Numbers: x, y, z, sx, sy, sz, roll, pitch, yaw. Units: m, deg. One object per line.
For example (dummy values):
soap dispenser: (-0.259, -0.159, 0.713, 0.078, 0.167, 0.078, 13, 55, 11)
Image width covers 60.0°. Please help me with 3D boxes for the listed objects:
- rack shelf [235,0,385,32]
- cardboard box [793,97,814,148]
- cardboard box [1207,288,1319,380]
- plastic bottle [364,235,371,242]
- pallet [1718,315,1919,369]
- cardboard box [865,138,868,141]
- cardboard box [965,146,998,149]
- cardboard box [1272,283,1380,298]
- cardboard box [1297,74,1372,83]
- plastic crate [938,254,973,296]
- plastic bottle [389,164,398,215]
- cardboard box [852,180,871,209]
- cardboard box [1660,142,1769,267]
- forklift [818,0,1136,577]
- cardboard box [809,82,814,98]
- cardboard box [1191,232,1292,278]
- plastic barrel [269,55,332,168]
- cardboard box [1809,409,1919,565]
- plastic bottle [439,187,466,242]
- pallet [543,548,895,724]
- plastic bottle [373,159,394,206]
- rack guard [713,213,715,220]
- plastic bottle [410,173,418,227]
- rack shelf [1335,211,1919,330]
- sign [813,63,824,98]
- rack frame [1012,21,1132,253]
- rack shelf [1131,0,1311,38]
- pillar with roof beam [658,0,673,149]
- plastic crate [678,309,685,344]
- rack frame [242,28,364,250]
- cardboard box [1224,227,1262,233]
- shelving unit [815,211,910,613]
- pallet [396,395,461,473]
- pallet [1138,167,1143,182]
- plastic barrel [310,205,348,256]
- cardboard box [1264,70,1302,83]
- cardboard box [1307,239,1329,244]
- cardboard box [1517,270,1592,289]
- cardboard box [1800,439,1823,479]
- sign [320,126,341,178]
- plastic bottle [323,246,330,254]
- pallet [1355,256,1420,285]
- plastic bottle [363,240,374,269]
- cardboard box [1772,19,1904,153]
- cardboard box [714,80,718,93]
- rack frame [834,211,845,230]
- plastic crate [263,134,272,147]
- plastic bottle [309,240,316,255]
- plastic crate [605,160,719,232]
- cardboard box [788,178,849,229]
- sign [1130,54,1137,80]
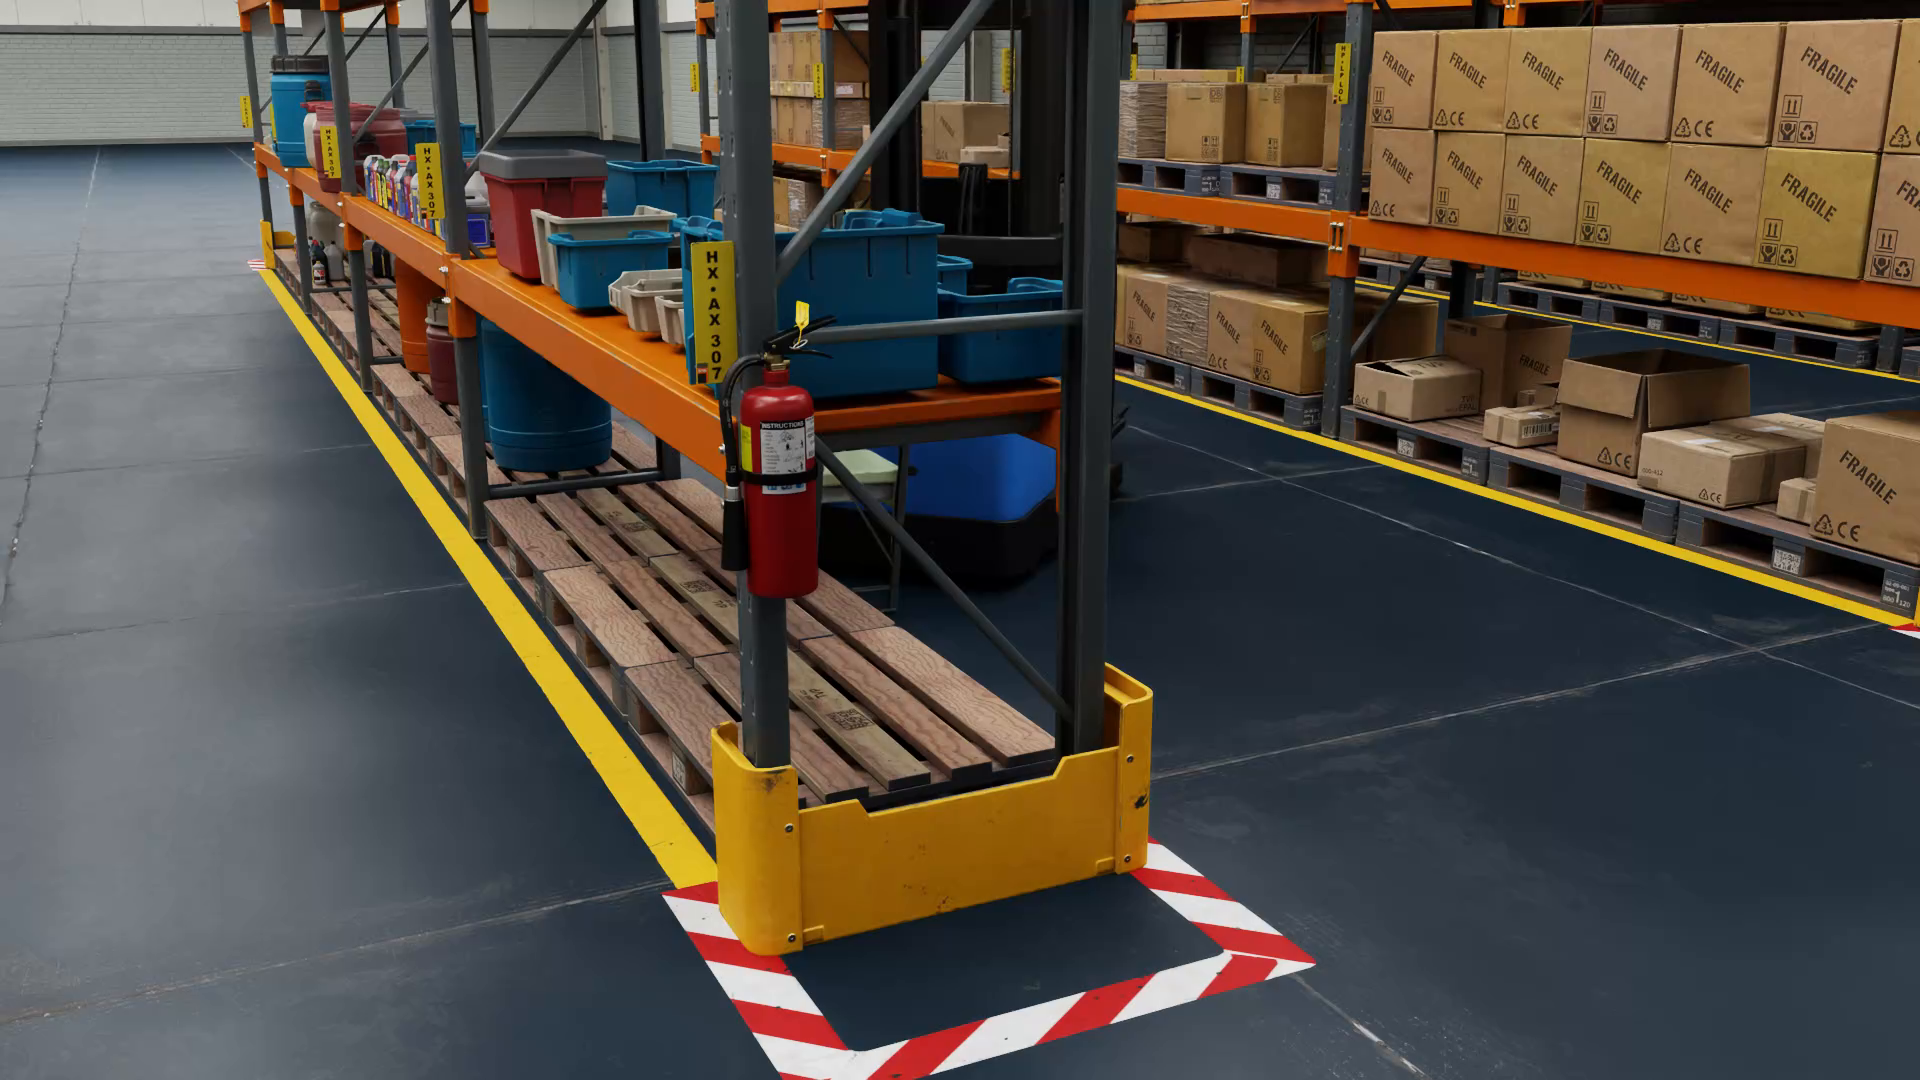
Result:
rack shelf: (-6.212, -5.084, 15.895, 1.077, 0.370, 4.000, -8, 18, -25)
cardboard box: (-1.319, -4.377, 17.384, 0.700, 0.500, 0.500, -8, 18, -25)
cardboard box: (1.940, -1.327, 10.673, 0.500, 0.500, 0.500, -8, 18, -25)
plastic bottle: (-5.899, -2.909, 16.575, 0.061, 0.283, 0.133, -8, 18, -25)
pallet: (6.669, -1.548, 12.761, 1.003, 0.211, 1.213, -8, 18, -25)
cardboard box: (-0.677, -3.725, 15.747, 0.380, 0.149, 0.250, -8, 18, -25)
cardboard box: (0.261, -3.287, 14.221, 0.380, 0.149, 0.250, -6, 17, -21)
cardboard box: (2.387, -1.396, 10.913, 0.500, 0.500, 0.500, -7, 18, -24)
cardboard box: (4.000, -4.679, 17.639, 0.700, 0.500, 0.500, -6, 17, -19)
plastic crate: (-0.180, -0.729, 5.049, 0.416, 0.233, 0.300, -8, 18, -25)
plastic bottle: (-3.219, -2.006, 9.514, 0.061, 0.283, 0.133, -8, 18, -25)
cardboard box: (-0.803, -3.483, 17.315, 0.500, 0.500, 0.500, -8, 18, -25)
cardboard box: (3.490, -1.493, 7.335, 0.500, 0.500, 0.500, -8, 18, -24)
forklift: (0.204, -1.618, 8.074, 1.130, 2.935, 3.031, 5, 17, 17)
cardboard box: (-1.300, -4.553, 16.820, 0.380, 0.149, 0.250, -8, 18, -26)
cardboard box: (1.972, -1.998, 11.651, 0.500, 0.250, 0.500, -8, 18, -26)
plastic barrel: (-5.439, -3.601, 13.951, 0.600, 0.901, 0.708, -8, 18, -25)
cardboard box: (3.916, -0.229, 6.846, 0.500, 0.500, 0.500, -8, 18, -25)
plastic bottle: (-2.455, -1.598, 8.107, 0.152, 0.276, 0.135, -8, 18, -25)
pallet: (-0.936, 0.312, 6.279, 1.003, 0.211, 1.213, -8, 18, -25)
plastic bottle: (-3.482, -2.180, 10.133, 0.152, 0.276, 0.135, -8, 18, -25)
rack guard: (-2.645, -3.886, 20.386, 1.175, 0.500, 0.348, -8, 18, -25)
plastic bottle: (-2.836, -1.814, 8.859, 0.152, 0.276, 0.135, -8, 18, -25)
rack shelf: (3.499, -1.264, 8.023, 1.077, 0.370, 4.000, -8, 18, -25)
sign: (-1.380, -4.477, 16.199, 0.100, 0.325, 0.005, -8, 18, -25)
rack frame: (0.871, -3.098, 13.108, 1.000, 3.000, 0.127, -8, 18, -25)
rack shelf: (2.694, -6.281, 20.067, 1.077, 0.370, 4.000, -8, 18, -25)
pillar with roof beam: (-11.482, -13.927, 39.966, 9.100, 9.000, 0.400, -8, 18, -25)
plastic crate: (-0.599, -0.599, 4.770, 0.396, 0.136, 0.243, -8, 18, -25)
rack frame: (-7.088, -4.484, 17.938, 1.000, 3.000, 0.127, -8, 18, -25)
cardboard box: (3.308, -3.668, 19.433, 0.380, 0.166, 0.250, -10, 19, -32)
shelving unit: (-0.546, -0.524, 6.707, 0.431, 1.500, 0.755, -4, 19, -29)
pallet: (-2.670, -0.667, 9.694, 1.003, 0.211, 1.213, -8, 18, -25)
pallet: (1.231, -2.846, 12.579, 1.213, 0.211, 1.003, -8, 18, -25)
plastic barrel: (-6.512, -3.212, 17.254, 0.421, 0.512, 0.421, 0, 16, 0)
cardboard box: (3.552, -5.129, 19.062, 0.500, 0.500, 0.500, -8, 18, -26)
cardboard box: (4.179, -3.397, 17.883, 0.700, 0.500, 0.500, -8, 18, -26)
cardboard box: (5.526, -2.668, 14.745, 0.750, 0.750, 0.750, -8, 18, -26)
cardboard box: (4.173, -0.297, 7.536, 0.500, 0.250, 0.500, -8, 18, -25)
sign: (-4.075, -2.511, 10.765, 0.100, 0.325, 0.005, -8, 18, -25)
plastic bottle: (-5.839, -2.591, 15.482, 0.152, 0.276, 0.135, -8, 18, -25)
pallet: (4.451, -2.853, 17.311, 1.003, 0.211, 1.213, -8, 18, -25)
plastic bottle: (-5.708, -2.773, 16.115, 0.152, 0.276, 0.135, -8, 18, -25)
cardboard box: (3.711, -1.845, 6.749, 0.500, 0.500, 0.500, -7, 17, -23)
cardboard box: (-2.656, -5.318, 19.488, 0.380, 0.149, 0.250, -8, 18, -25)
rack frame: (-0.723, -0.632, 7.009, 0.400, 1.500, 0.023, -4, 19, -29)
plastic crate: (-6.986, -4.096, 17.066, 0.298, 0.136, 0.250, -8, 18, -25)
plastic bottle: (-5.961, -2.603, 15.387, 0.144, 0.351, 0.185, -9, 18, -28)
plastic crate: (-1.320, -1.455, 7.304, 0.392, 0.384, 0.575, -8, 18, -25)
cardboard box: (-1.490, -3.544, 17.528, 0.500, 0.500, 0.500, -8, 18, -25)
sign: (1.354, -3.684, 13.196, 0.100, 0.325, 0.005, -8, 18, -25)
